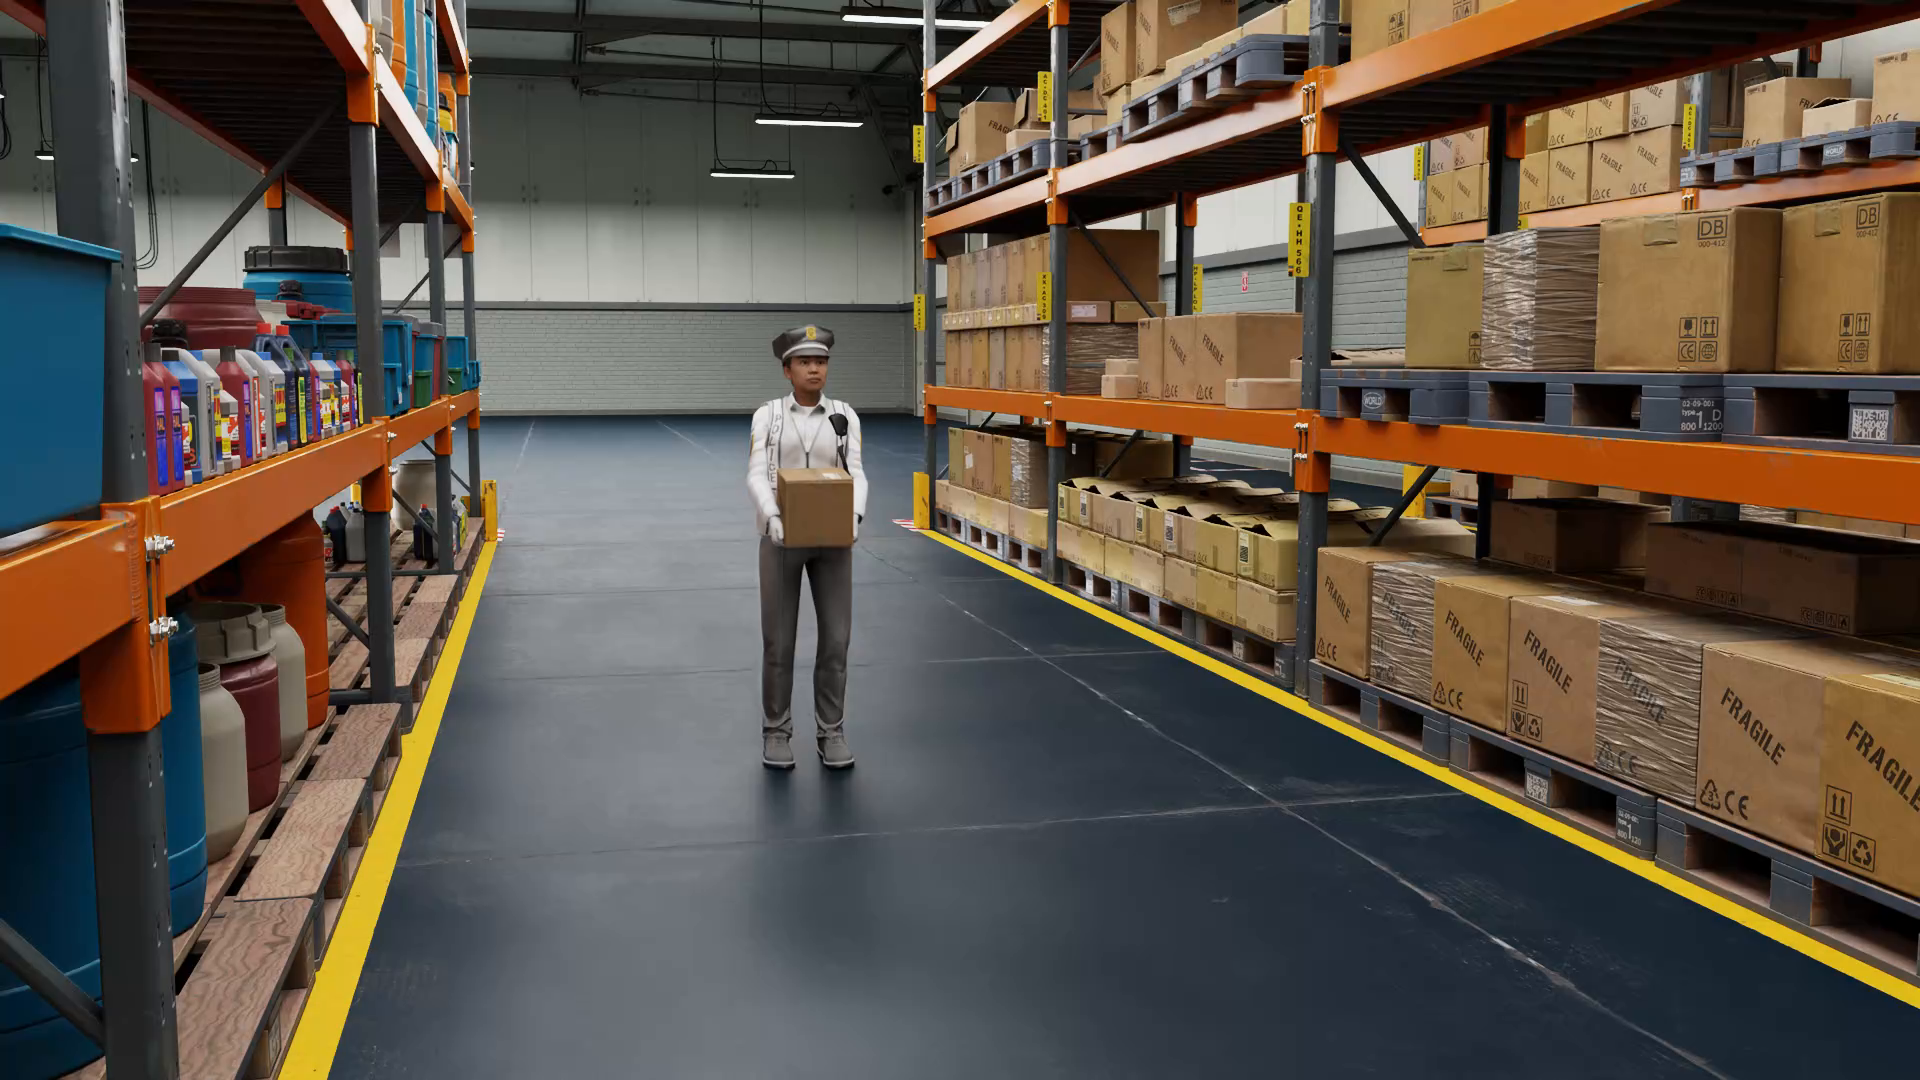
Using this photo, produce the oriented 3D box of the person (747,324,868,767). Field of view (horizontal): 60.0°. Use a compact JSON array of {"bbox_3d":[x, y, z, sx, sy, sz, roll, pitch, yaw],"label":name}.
[{"bbox_3d":[-0.579,0.022,6.363,0.460,1.687,0.556,-2,6,-14],"label":"person"}]
